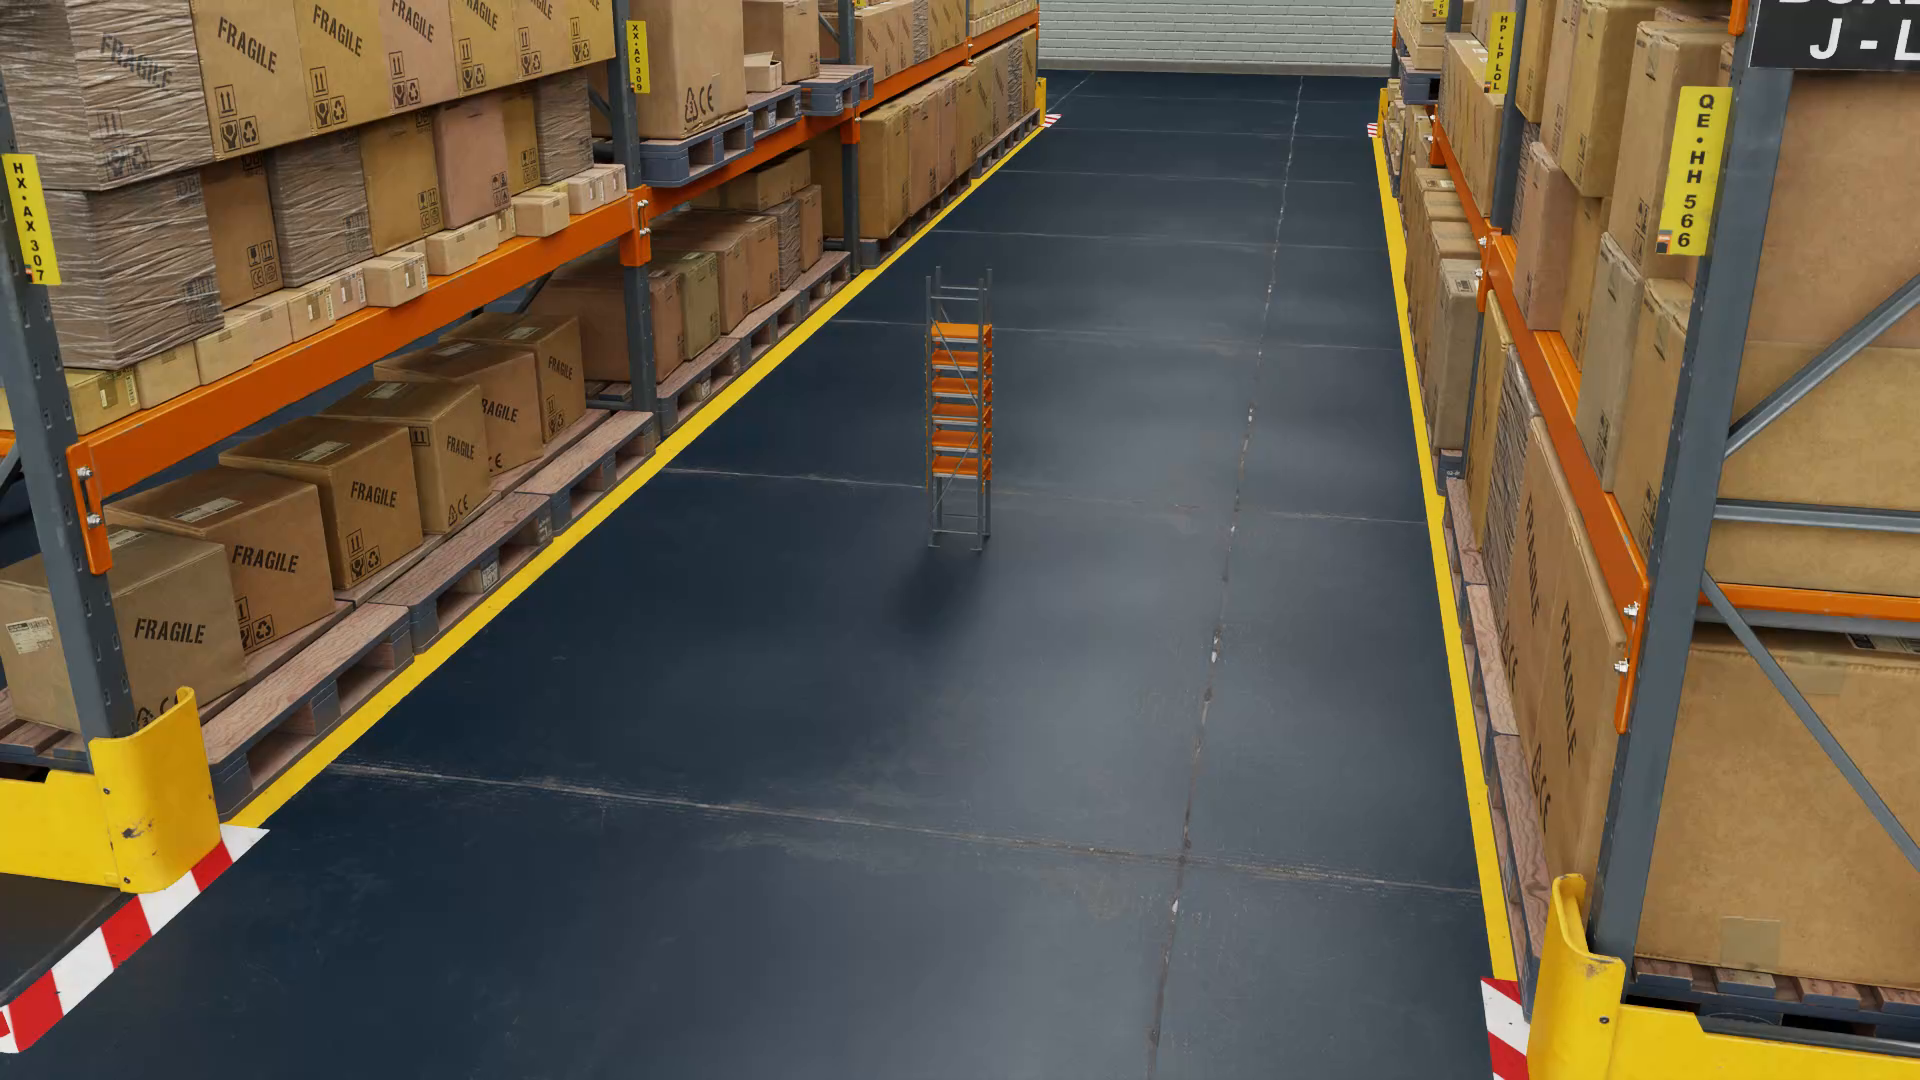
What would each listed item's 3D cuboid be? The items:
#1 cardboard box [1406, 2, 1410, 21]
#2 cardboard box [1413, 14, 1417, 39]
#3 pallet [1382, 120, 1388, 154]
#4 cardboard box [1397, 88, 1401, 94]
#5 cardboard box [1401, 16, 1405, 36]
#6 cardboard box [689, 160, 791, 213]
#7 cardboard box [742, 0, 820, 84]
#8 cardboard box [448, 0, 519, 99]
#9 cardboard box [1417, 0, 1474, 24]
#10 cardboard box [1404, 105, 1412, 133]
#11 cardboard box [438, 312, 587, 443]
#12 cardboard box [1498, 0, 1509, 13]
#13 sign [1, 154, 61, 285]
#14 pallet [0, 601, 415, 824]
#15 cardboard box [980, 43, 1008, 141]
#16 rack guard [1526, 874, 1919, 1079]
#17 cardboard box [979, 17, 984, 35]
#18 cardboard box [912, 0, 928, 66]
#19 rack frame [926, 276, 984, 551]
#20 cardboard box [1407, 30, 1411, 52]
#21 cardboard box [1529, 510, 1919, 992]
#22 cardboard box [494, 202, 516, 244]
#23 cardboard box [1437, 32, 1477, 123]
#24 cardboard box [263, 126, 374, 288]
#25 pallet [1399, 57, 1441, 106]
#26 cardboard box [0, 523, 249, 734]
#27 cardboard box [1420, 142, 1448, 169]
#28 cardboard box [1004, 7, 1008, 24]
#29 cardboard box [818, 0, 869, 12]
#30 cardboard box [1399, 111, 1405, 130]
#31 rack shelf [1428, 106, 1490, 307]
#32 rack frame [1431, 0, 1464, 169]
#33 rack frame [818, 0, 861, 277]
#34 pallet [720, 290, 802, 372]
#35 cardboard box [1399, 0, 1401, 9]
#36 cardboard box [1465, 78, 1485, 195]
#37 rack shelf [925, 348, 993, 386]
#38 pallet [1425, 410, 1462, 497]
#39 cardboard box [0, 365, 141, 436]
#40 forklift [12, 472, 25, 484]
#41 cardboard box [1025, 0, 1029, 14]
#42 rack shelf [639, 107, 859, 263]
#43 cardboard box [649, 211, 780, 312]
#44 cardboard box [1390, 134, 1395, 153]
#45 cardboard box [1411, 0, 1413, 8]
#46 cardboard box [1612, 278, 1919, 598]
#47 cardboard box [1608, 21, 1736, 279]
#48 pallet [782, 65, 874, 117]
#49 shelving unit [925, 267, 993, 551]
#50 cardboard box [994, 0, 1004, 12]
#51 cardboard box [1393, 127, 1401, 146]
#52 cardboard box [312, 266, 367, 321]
[{"bbox_3d":[3.626,-4.044,12.754,0.380,0.149,0.250,4,22,10],"label":"cardboard box"},{"bbox_3d":[3.362,-3.579,11.602,0.380,0.149,0.250,5,22,12],"label":"cardboard box"},{"bbox_3d":[5.020,-4.264,17.658,1.003,0.211,1.213,4,22,11],"label":"pallet"},{"bbox_3d":[4.711,-4.573,17.150,0.380,0.149,0.250,3,22,8],"label":"cardboard box"},{"bbox_3d":[3.731,-4.101,13.296,0.380,0.149,0.250,5,22,11],"label":"cardboard box"},{"bbox_3d":[-1.438,-2.319,10.850,0.500,0.250,0.500,7,23,17],"label":"cardboard box"},{"bbox_3d":[-1.319,-3.198,10.582,0.700,0.500,0.500,8,23,19],"label":"cardboard box"},{"bbox_3d":[-2.074,-2.003,6.441,0.500,0.500,0.500,4,22,11],"label":"cardboard box"},{"bbox_3d":[3.254,-3.522,11.062,0.380,0.149,0.250,4,22,9],"label":"cardboard box"},{"bbox_3d":[4.010,-3.550,13.932,0.500,0.250,0.500,3,22,9],"label":"cardboard box"},{"bbox_3d":[-2.169,-0.798,8.103,0.500,0.500,0.500,4,22,9],"label":"cardboard box"},{"bbox_3d":[3.193,-2.741,8.671,0.700,0.500,0.500,4,22,10],"label":"cardboard box"},{"bbox_3d":[-2.333,-0.803,4.174,0.100,0.325,0.005,4,22,11],"label":"sign"},{"bbox_3d":[-2.648,0.528,5.759,1.003,0.211,1.213,4,22,11],"label":"pallet"},{"bbox_3d":[-0.019,-4.605,17.055,0.875,0.875,0.875,4,22,11],"label":"cardboard box"},{"bbox_3d":[1.966,1.140,3.853,1.175,0.500,0.348,4,22,11],"label":"rack guard"},{"bbox_3d":[0.024,-4.894,15.826,0.380,0.149,0.250,4,22,9],"label":"cardboard box"},{"bbox_3d":[-0.558,-4.131,13.462,0.500,0.500,0.500,5,22,11],"label":"cardboard box"},{"bbox_3d":[-0.022,-0.518,7.033,0.240,1.200,0.006,4,22,11],"label":"rack frame"},{"bbox_3d":[3.466,-3.622,12.105,0.380,0.149,0.250,3,22,9],"label":"cardboard box"},{"bbox_3d":[2.044,0.510,4.354,0.875,0.875,0.875,5,22,11],"label":"cardboard box"},{"bbox_3d":[-2.096,-1.329,6.976,0.380,0.149,0.250,4,22,11],"label":"cardboard box"},{"bbox_3d":[3.247,-2.856,10.297,0.500,0.500,0.500,5,22,12],"label":"cardboard box"},{"bbox_3d":[-2.596,-1.198,5.781,0.875,0.500,0.500,4,22,11],"label":"cardboard box"},{"bbox_3d":[3.644,-3.133,11.375,1.213,0.211,1.003,4,22,11],"label":"pallet"},{"bbox_3d":[-2.720,0.295,5.391,0.500,0.500,0.500,9,24,21],"label":"cardboard box"},{"bbox_3d":[3.486,-2.607,11.591,0.500,0.250,0.500,4,22,10],"label":"cardboard box"},{"bbox_3d":[0.287,-5.368,17.004,0.380,0.149,0.250,4,22,9],"label":"cardboard box"},{"bbox_3d":[-1.067,-4.147,12.158,0.797,0.503,0.637,5,23,13],"label":"cardboard box"},{"bbox_3d":[4.294,-3.903,15.487,0.380,0.149,0.250,4,22,10],"label":"cardboard box"},{"bbox_3d":[3.195,-1.889,8.991,1.077,0.370,4.000,4,22,11],"label":"rack shelf"},{"bbox_3d":[3.603,-2.954,10.672,1.000,3.000,0.127,4,22,11],"label":"rack frame"},{"bbox_3d":[-1.232,-3.369,11.703,1.000,3.000,0.127,4,22,11],"label":"rack frame"},{"bbox_3d":[-1.644,-1.345,10.410,1.003,0.211,1.213,4,22,11],"label":"pallet"},{"bbox_3d":[3.889,-4.524,13.947,0.380,0.149,0.250,5,22,12],"label":"cardboard box"},{"bbox_3d":[2.735,-1.933,8.005,0.500,0.500,0.500,4,22,10],"label":"cardboard box"},{"bbox_3d":[-0.003,-0.733,7.043,0.258,0.103,0.180,4,22,11],"label":"rack shelf"},{"bbox_3d":[2.871,-0.485,8.276,1.003,0.211,1.213,4,22,11],"label":"pallet"},{"bbox_3d":[-2.573,-0.412,4.699,0.380,0.149,0.250,4,22,11],"label":"cardboard box"},{"bbox_3d":[-4.818,-1.177,6.354,1.130,2.935,3.031,5,23,13],"label":"forklift"},{"bbox_3d":[0.546,-5.835,18.164,0.380,0.149,0.250,5,22,11],"label":"cardboard box"},{"bbox_3d":[-1.640,-2.304,10.021,1.077,0.370,4.000,4,22,11],"label":"rack shelf"},{"bbox_3d":[-1.559,-1.755,10.453,0.700,0.500,0.500,6,23,15],"label":"cardboard box"},{"bbox_3d":[4.377,-3.837,16.119,0.380,0.149,0.250,4,22,11],"label":"cardboard box"},{"bbox_3d":[3.520,-3.995,12.235,0.380,0.149,0.250,6,23,14],"label":"cardboard box"},{"bbox_3d":[2.002,-0.237,3.725,0.875,0.550,0.550,4,22,11],"label":"cardboard box"},{"bbox_3d":[2.106,-0.939,4.024,0.875,0.550,0.550,4,22,11],"label":"cardboard box"},{"bbox_3d":[-1.273,-3.011,11.071,1.213,0.211,1.003,4,22,11],"label":"pallet"},{"bbox_3d":[-0.003,-0.551,7.116,0.258,1.200,0.189,4,22,11],"label":"shelving unit"},{"bbox_3d":[0.143,-5.423,16.607,0.500,0.250,0.500,5,22,12],"label":"cardboard box"},{"bbox_3d":[4.253,-3.766,15.544,0.380,0.149,0.250,4,22,9],"label":"cardboard box"},{"bbox_3d":[-2.324,-0.870,5.835,0.380,0.149,0.250,4,22,11],"label":"cardboard box"}]
